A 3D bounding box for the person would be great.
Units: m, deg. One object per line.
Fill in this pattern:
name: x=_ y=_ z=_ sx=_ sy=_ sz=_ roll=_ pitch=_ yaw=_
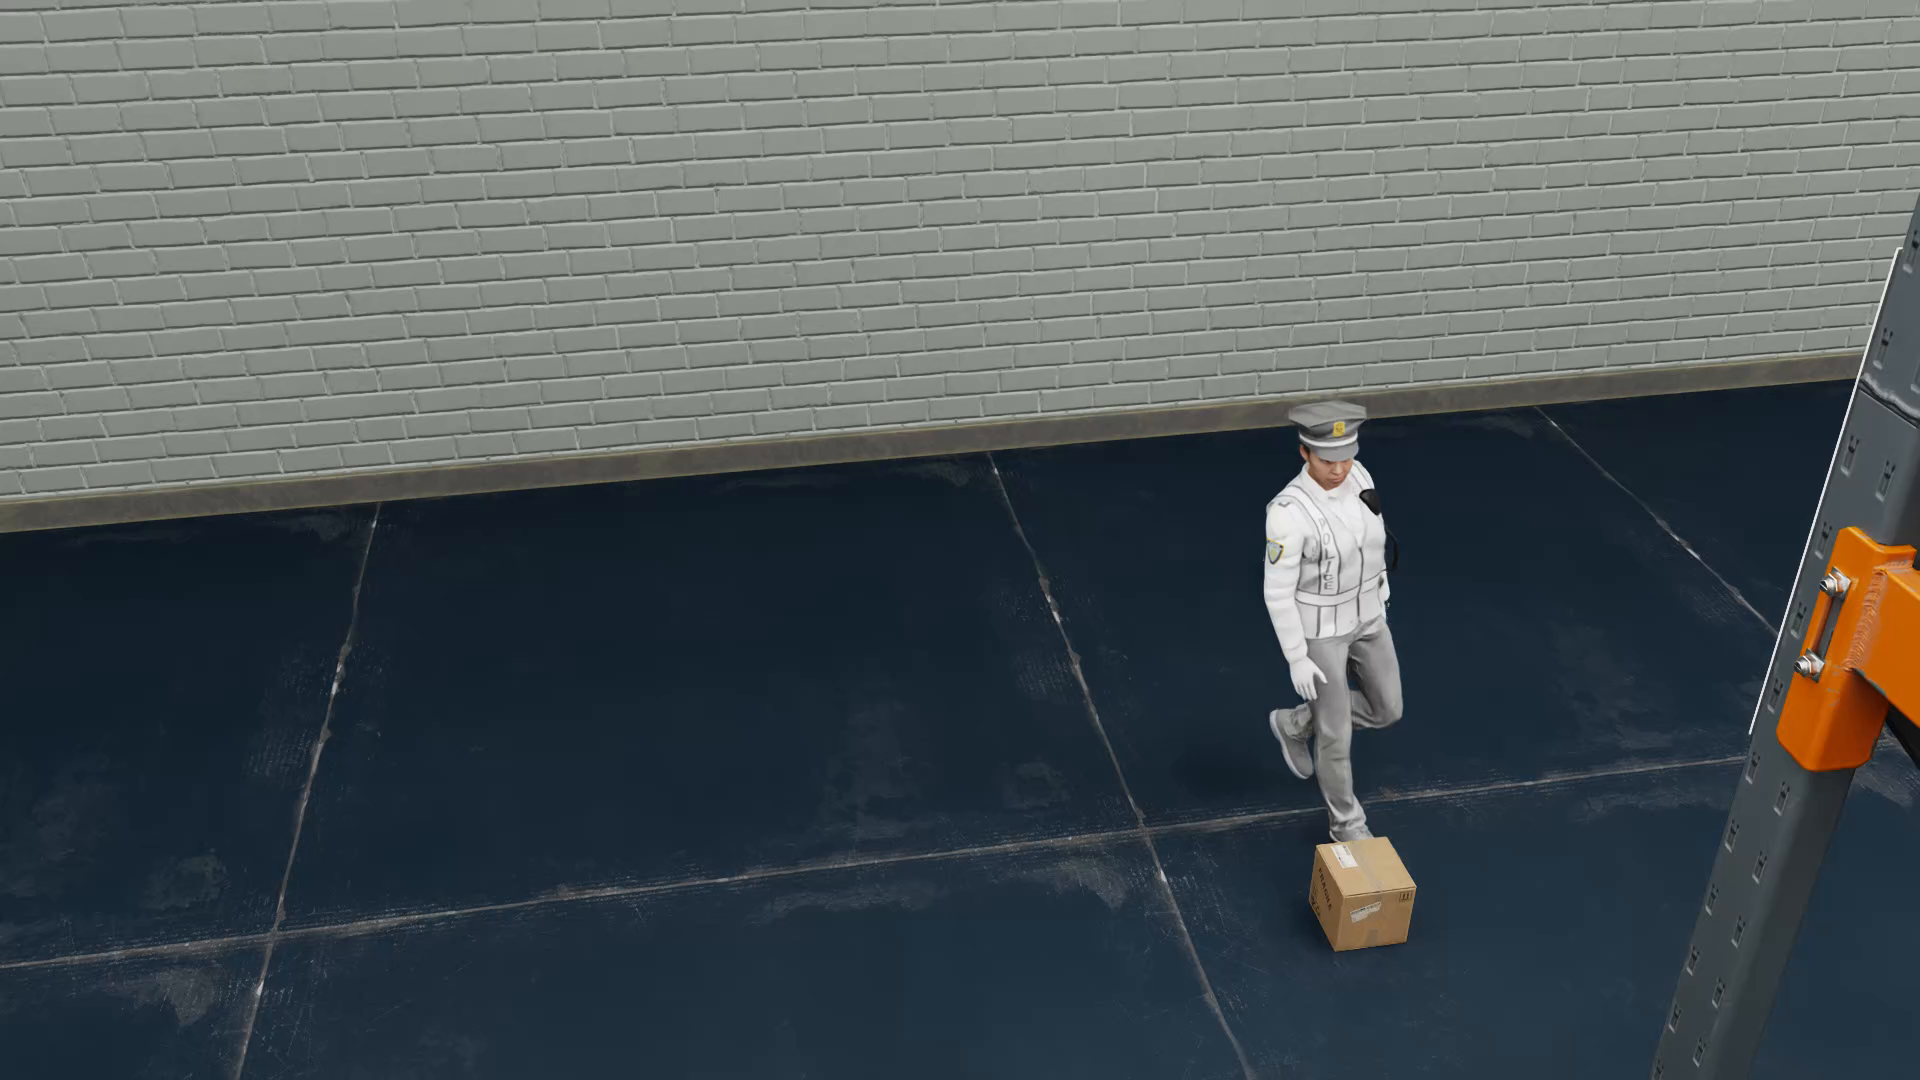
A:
person: x=1.297 y=0.326 z=5.562 sx=0.550 sy=1.653 sz=0.667 roll=-21 pitch=36 yaw=-30
